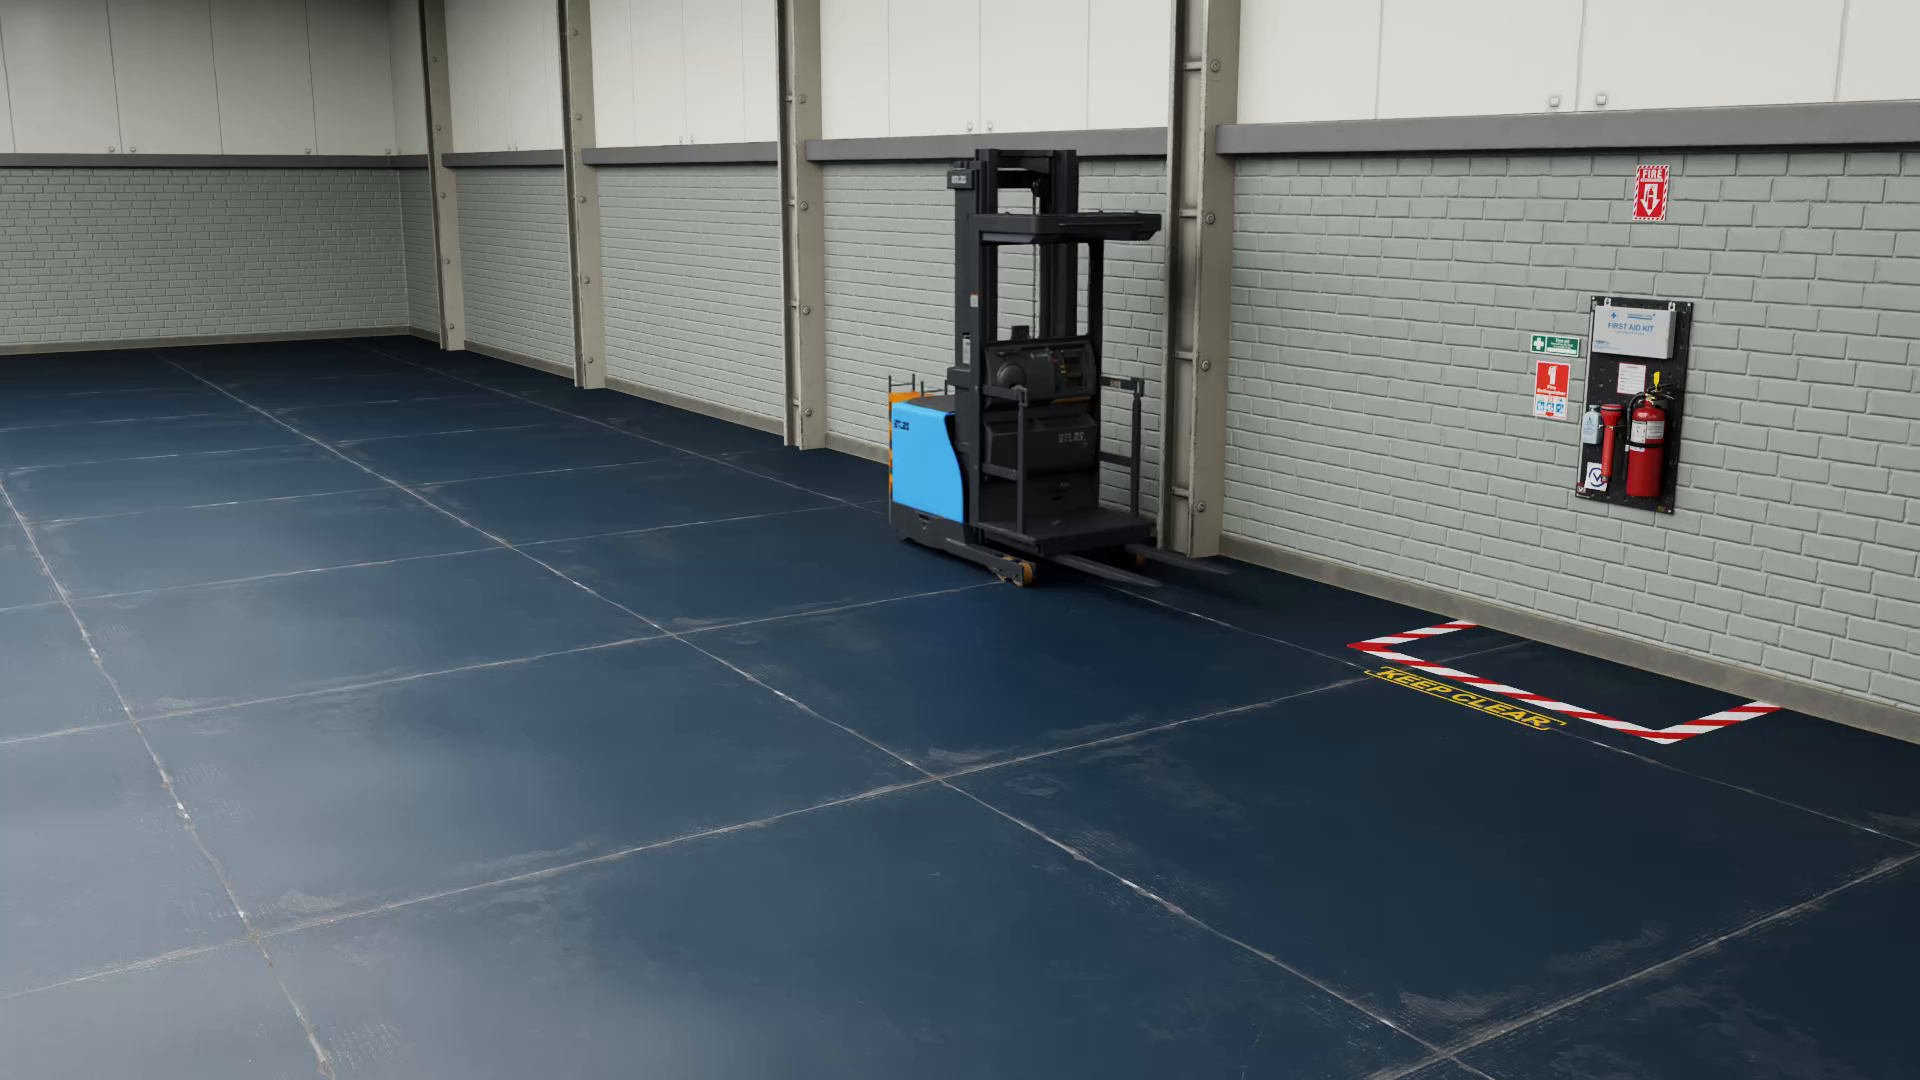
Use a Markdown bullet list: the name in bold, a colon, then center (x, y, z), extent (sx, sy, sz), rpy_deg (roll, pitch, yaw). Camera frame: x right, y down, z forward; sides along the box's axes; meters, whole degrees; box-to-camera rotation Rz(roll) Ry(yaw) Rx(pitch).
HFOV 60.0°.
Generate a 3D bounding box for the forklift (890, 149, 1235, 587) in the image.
- **forklift**: center (0.690, -1.231, 11.632), extent (1.130, 2.935, 3.031), rpy_deg (-8, 15, -32)

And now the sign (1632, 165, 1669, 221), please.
- **sign**: center (3.784, -1.901, 9.108), extent (0.001, 0.298, 0.199), rpy_deg (-8, 15, -33)

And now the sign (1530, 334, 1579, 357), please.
- **sign**: center (3.480, -1.141, 9.732), extent (0.001, 0.109, 0.331), rpy_deg (-8, 15, -33)

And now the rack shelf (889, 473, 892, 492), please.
- **rack shelf**: center (-0.335, -0.437, 13.297), extent (0.258, 0.148, 0.480), rpy_deg (-8, 15, -32)

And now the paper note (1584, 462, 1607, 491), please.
- **paper note**: center (3.664, -0.365, 9.571), extent (0.016, 0.148, 0.142), rpy_deg (-8, 15, -33)

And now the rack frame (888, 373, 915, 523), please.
- **rack frame**: center (-0.468, -0.740, 13.439), extent (0.240, 1.200, 0.015), rpy_deg (-8, 15, -32)

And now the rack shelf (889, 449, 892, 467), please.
- **rack shelf**: center (-0.335, -0.631, 13.254), extent (0.258, 0.148, 0.480), rpy_deg (-8, 15, -32)

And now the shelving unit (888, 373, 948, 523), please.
- **shelving unit**: center (-0.335, -0.697, 13.240), extent (0.258, 1.200, 0.503), rpy_deg (-8, 15, -32)

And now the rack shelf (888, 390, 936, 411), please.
- **rack shelf**: center (-0.335, -1.081, 13.156), extent (0.258, 0.148, 0.480), rpy_deg (-8, 15, -32)

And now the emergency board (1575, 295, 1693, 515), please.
- **emergency board**: center (3.705, -0.756, 9.295), extent (0.194, 1.169, 0.643), rpy_deg (-8, 15, -33)

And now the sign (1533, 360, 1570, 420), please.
- **sign**: center (3.485, -0.884, 9.797), extent (0.001, 0.329, 0.234), rpy_deg (-8, 15, -33)

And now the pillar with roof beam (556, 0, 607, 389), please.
- **pillar with roof beam**: center (-8.514, -5.934, 18.933), extent (9.100, 9.000, 0.400), rpy_deg (-8, 15, -33)

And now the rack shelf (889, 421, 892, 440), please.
- **rack shelf**: center (-0.335, -0.850, 13.206), extent (0.258, 0.148, 0.480), rpy_deg (-8, 15, -32)

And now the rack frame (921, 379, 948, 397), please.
- **rack frame**: center (-0.201, -0.653, 13.040), extent (0.240, 1.200, 0.015), rpy_deg (-8, 15, -32)

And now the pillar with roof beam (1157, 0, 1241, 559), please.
- **pillar with roof beam**: center (-1.866, -3.800, 9.174), extent (9.100, 9.000, 0.400), rpy_deg (-8, 15, -33)

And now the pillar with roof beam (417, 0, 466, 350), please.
- **pillar with roof beam**: center (-11.838, -7.001, 23.812), extent (9.100, 9.000, 0.400), rpy_deg (-8, 15, -33)

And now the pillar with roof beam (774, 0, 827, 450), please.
- **pillar with roof beam**: center (-5.190, -4.867, 14.053), extent (9.100, 9.000, 0.400), rpy_deg (-8, 15, -33)
